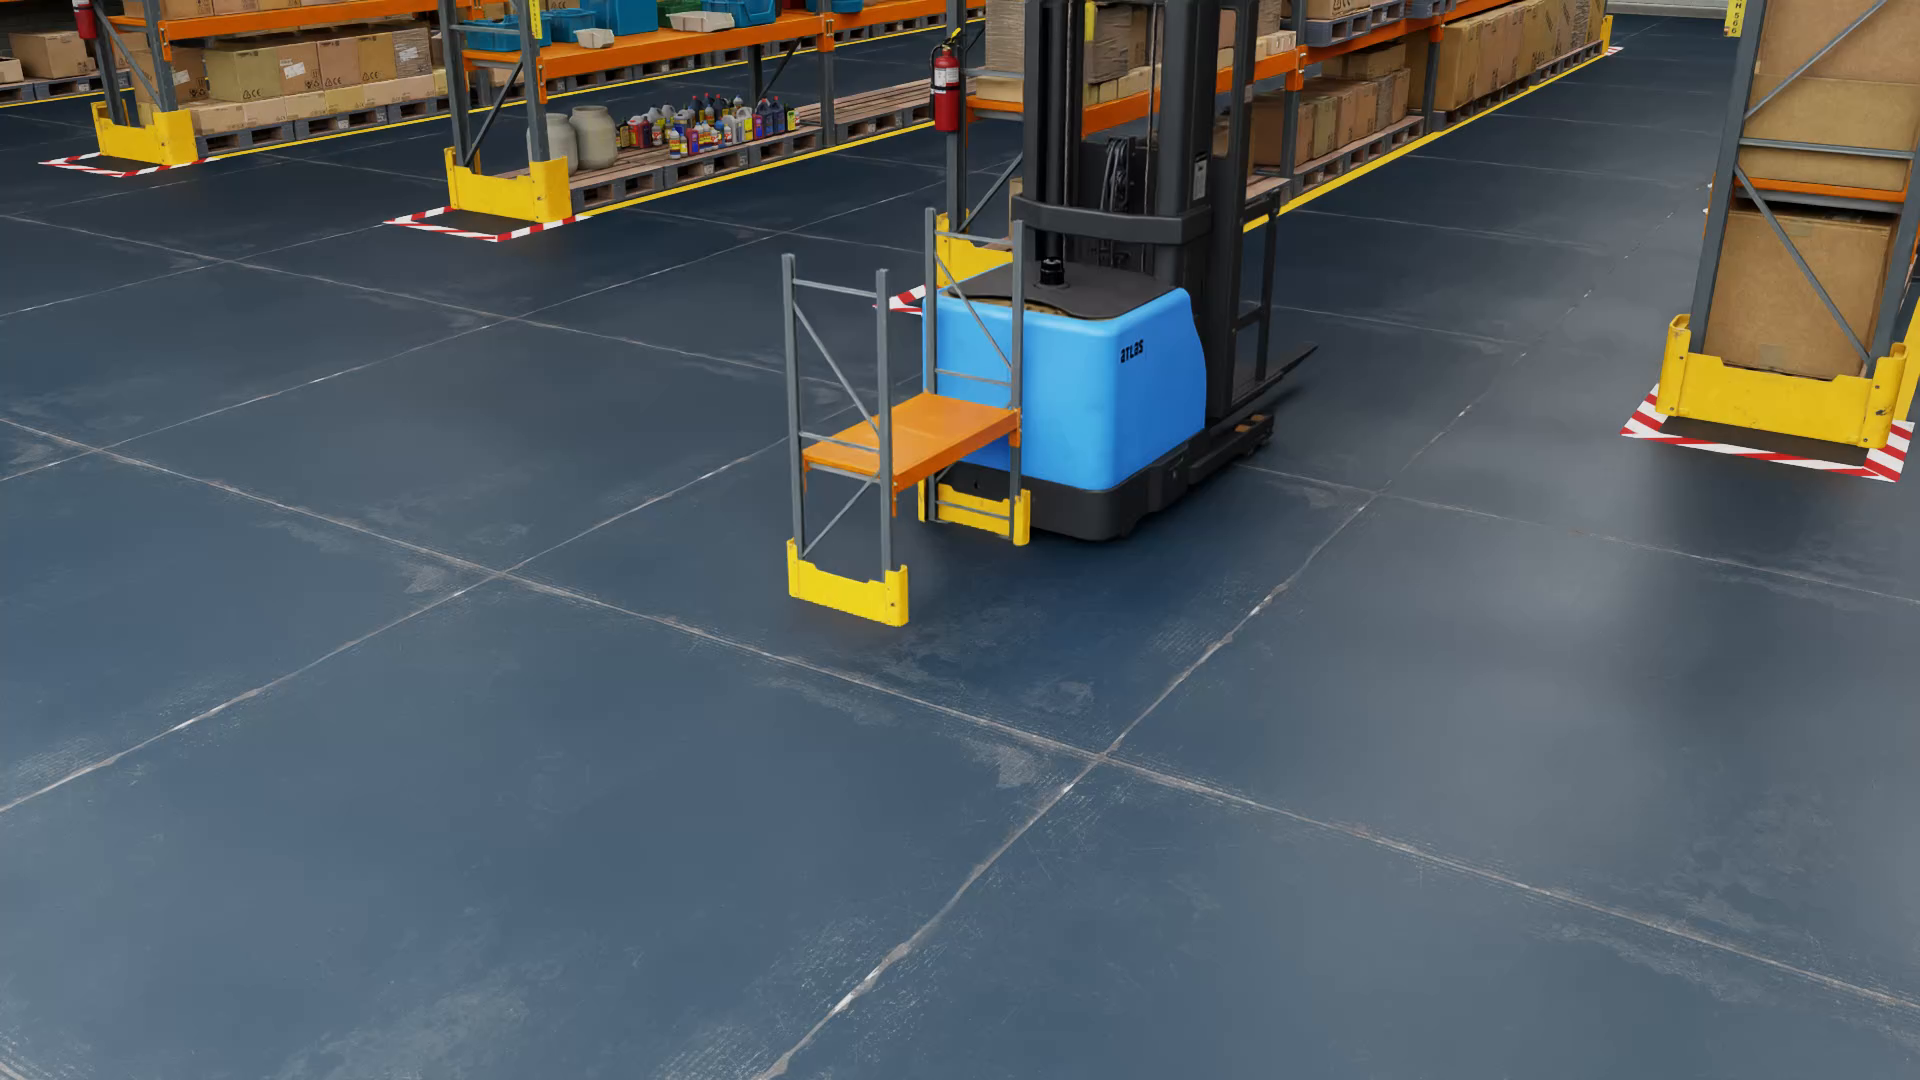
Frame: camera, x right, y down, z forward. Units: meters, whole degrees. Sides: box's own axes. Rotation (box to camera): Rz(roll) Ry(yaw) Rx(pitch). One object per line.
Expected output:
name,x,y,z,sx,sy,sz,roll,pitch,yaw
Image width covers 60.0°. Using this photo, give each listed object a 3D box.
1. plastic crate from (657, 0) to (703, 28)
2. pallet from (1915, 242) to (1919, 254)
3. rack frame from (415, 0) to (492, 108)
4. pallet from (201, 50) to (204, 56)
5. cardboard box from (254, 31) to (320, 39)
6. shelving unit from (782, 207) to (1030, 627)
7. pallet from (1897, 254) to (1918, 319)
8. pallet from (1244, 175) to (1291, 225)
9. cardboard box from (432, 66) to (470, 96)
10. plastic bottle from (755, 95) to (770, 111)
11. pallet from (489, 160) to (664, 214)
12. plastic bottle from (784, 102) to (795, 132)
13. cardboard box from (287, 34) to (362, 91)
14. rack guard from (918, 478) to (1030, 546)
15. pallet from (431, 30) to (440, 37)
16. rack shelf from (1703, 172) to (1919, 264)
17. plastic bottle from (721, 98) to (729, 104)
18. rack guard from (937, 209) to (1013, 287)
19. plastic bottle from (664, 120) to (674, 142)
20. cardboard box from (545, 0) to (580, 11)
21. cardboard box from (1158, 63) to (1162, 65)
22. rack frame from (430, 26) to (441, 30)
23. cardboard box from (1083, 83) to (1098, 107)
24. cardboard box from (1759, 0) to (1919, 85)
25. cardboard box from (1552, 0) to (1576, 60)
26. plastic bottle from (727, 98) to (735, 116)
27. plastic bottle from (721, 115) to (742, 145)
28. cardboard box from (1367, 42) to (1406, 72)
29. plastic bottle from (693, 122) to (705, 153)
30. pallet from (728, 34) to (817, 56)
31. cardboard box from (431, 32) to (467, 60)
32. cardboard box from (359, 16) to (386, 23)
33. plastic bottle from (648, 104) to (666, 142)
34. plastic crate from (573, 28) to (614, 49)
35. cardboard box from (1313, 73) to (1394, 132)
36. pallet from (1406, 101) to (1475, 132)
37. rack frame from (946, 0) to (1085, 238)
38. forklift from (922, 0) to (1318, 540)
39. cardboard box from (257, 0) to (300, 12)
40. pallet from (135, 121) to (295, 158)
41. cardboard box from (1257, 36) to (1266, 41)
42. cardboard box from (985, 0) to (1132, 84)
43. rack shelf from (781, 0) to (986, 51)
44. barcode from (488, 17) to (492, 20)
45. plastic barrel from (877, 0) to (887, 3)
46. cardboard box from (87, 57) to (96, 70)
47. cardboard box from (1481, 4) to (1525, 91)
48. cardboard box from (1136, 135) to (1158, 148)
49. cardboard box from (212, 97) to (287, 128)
plastic crate,-2.691,-5.006,15.805,0.450,0.188,0.662,14,27,29
pallet,6.976,-2.388,13.000,1.003,0.211,1.213,14,27,29
rack frame,-5.942,-6.542,19.086,1.000,3.000,0.127,14,27,29
pallet,-9.743,-6.562,22.643,1.003,0.211,1.213,14,27,29
cardboard box,-7.242,-5.219,18.019,0.500,0.500,0.500,14,27,29
shelving unit,-0.208,-0.566,7.169,0.587,1.500,1.083,14,27,30
pallet,6.165,-1.871,11.807,1.003,0.211,1.213,14,27,29
pallet,2.148,-2.951,14.301,1.003,0.211,1.213,14,27,29
cardboard box,-6.001,-5.270,19.081,0.500,0.250,0.500,14,27,29
plastic bottle,-1.953,-4.241,16.552,0.144,0.351,0.185,14,27,29
pallet,-3.412,-3.181,14.833,1.003,0.211,1.213,14,27,29
plastic bottle,-1.709,-4.226,16.603,0.061,0.283,0.133,15,28,32
cardboard box,-6.786,-5.107,17.760,0.500,0.500,0.500,14,27,29
rack guard,0.062,-0.159,7.802,0.587,0.250,0.087,14,27,30
pallet,-8.456,-7.386,24.545,1.003,0.211,1.213,14,27,29
rack shelf,5.578,-2.386,10.391,1.077,0.370,4.000,14,27,29
plastic bottle,-2.423,-4.324,16.837,0.152,0.276,0.135,15,28,31
rack guard,0.402,-1.993,11.725,1.175,0.500,0.348,14,27,29
plastic bottle,-2.810,-3.954,16.077,0.097,0.201,0.097,0,23,0
cardboard box,-6.631,-8.938,26.797,0.750,0.750,0.750,15,27,31
cardboard box,1.369,-3.469,12.303,0.380,0.149,0.250,14,27,29
rack frame,-8.042,-8.929,24.599,1.000,3.000,0.127,14,27,29
cardboard box,0.715,-3.046,11.326,0.380,0.149,0.250,14,27,29
cardboard box,4.751,-2.723,8.715,0.875,0.550,0.550,14,27,29
cardboard box,7.583,-6.892,22.041,0.875,0.875,0.875,14,27,29
plastic bottle,-2.333,-4.305,16.785,0.061,0.283,0.133,14,27,29
plastic bottle,-2.191,-3.949,15.971,0.152,0.276,0.135,14,27,30
cardboard box,4.254,-4.981,17.129,0.500,0.250,0.500,15,28,31
plastic bottle,-2.444,-3.765,15.551,0.097,0.271,0.097,0,23,0
pallet,-2.762,-7.266,24.269,1.003,0.211,1.213,14,27,29
cardboard box,-5.972,-5.927,19.892,0.500,0.311,0.500,14,27,29
cardboard box,-8.748,-7.580,24.077,0.700,0.500,0.500,14,27,29
plastic bottle,-2.936,-4.033,16.072,0.144,0.351,0.185,15,28,31
plastic crate,-3.100,-4.266,14.161,0.298,0.136,0.250,14,27,29
cardboard box,3.964,-4.449,16.844,0.700,0.500,0.500,11,26,25
pallet,5.062,-4.785,18.538,1.003,0.211,1.213,14,27,29
rack frame,0.362,-3.115,11.169,1.000,3.000,0.127,14,27,29
forklift,1.030,-1.878,8.399,1.130,2.935,3.031,14,27,30
cardboard box,-7.255,-5.737,17.101,0.700,0.500,0.500,14,27,29
pallet,-7.684,-4.179,17.138,1.003,0.211,1.213,14,27,29
cardboard box,2.286,-4.061,13.671,0.380,0.149,0.250,14,27,29
cardboard box,0.676,-3.477,11.505,0.875,0.500,0.500,14,27,29
rack shelf,-0.681,-5.847,18.387,1.077,0.370,4.000,14,27,29
barcode,-5.454,-6.036,19.302,0.001,0.075,0.075,14,27,29
plastic barrel,-0.907,-5.854,17.670,0.301,0.262,0.301,0,23,0
cardboard box,-11.013,-5.937,20.723,0.380,0.149,0.250,12,26,25
cardboard box,5.901,-5.860,19.658,1.225,0.875,0.875,13,27,27
cardboard box,1.671,-2.963,13.436,0.500,0.500,0.500,11,26,24
cardboard box,-7.319,-4.427,17.132,0.500,0.250,0.500,14,27,29
